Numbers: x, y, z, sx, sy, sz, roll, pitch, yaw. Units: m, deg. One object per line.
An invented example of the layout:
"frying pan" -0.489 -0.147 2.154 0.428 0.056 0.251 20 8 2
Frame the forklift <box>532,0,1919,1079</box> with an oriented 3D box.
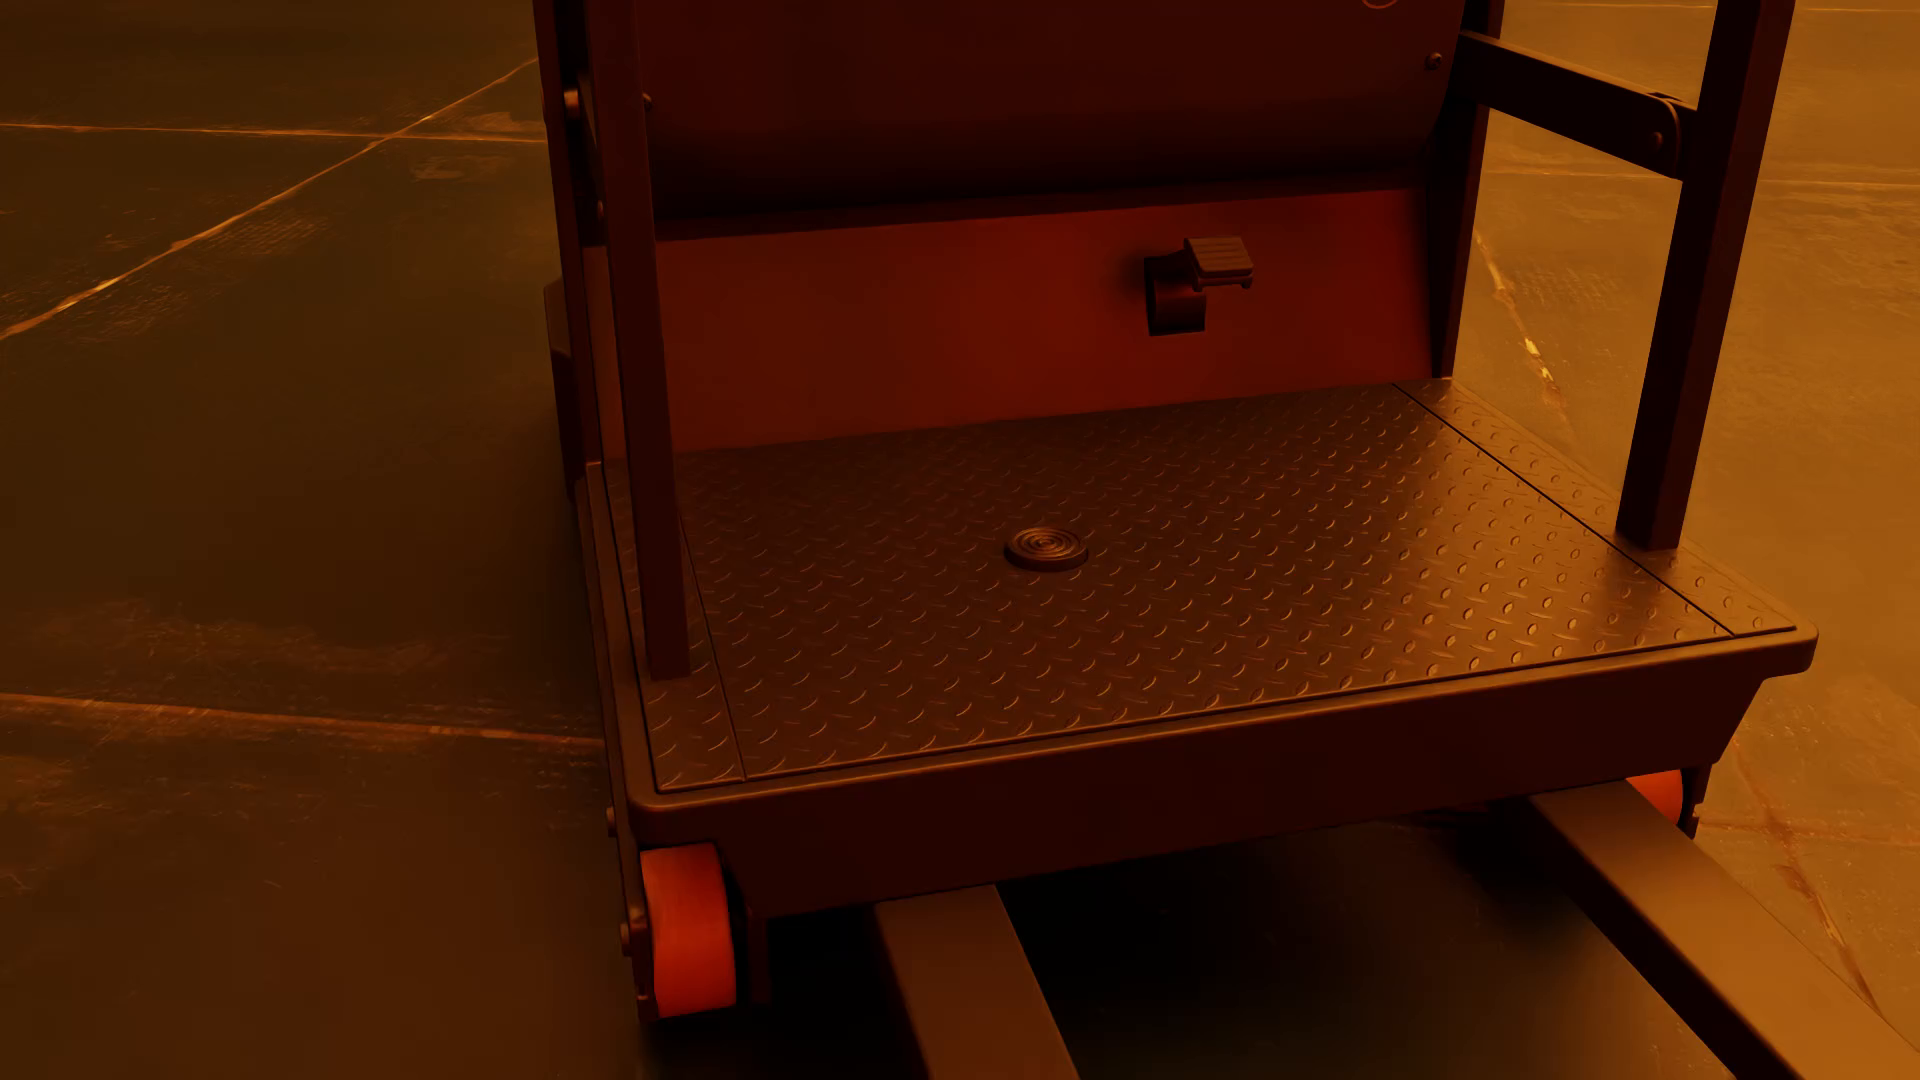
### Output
"forklift" 0.153 -1.049 1.319 1.130 2.935 3.031 -7 27 -13
